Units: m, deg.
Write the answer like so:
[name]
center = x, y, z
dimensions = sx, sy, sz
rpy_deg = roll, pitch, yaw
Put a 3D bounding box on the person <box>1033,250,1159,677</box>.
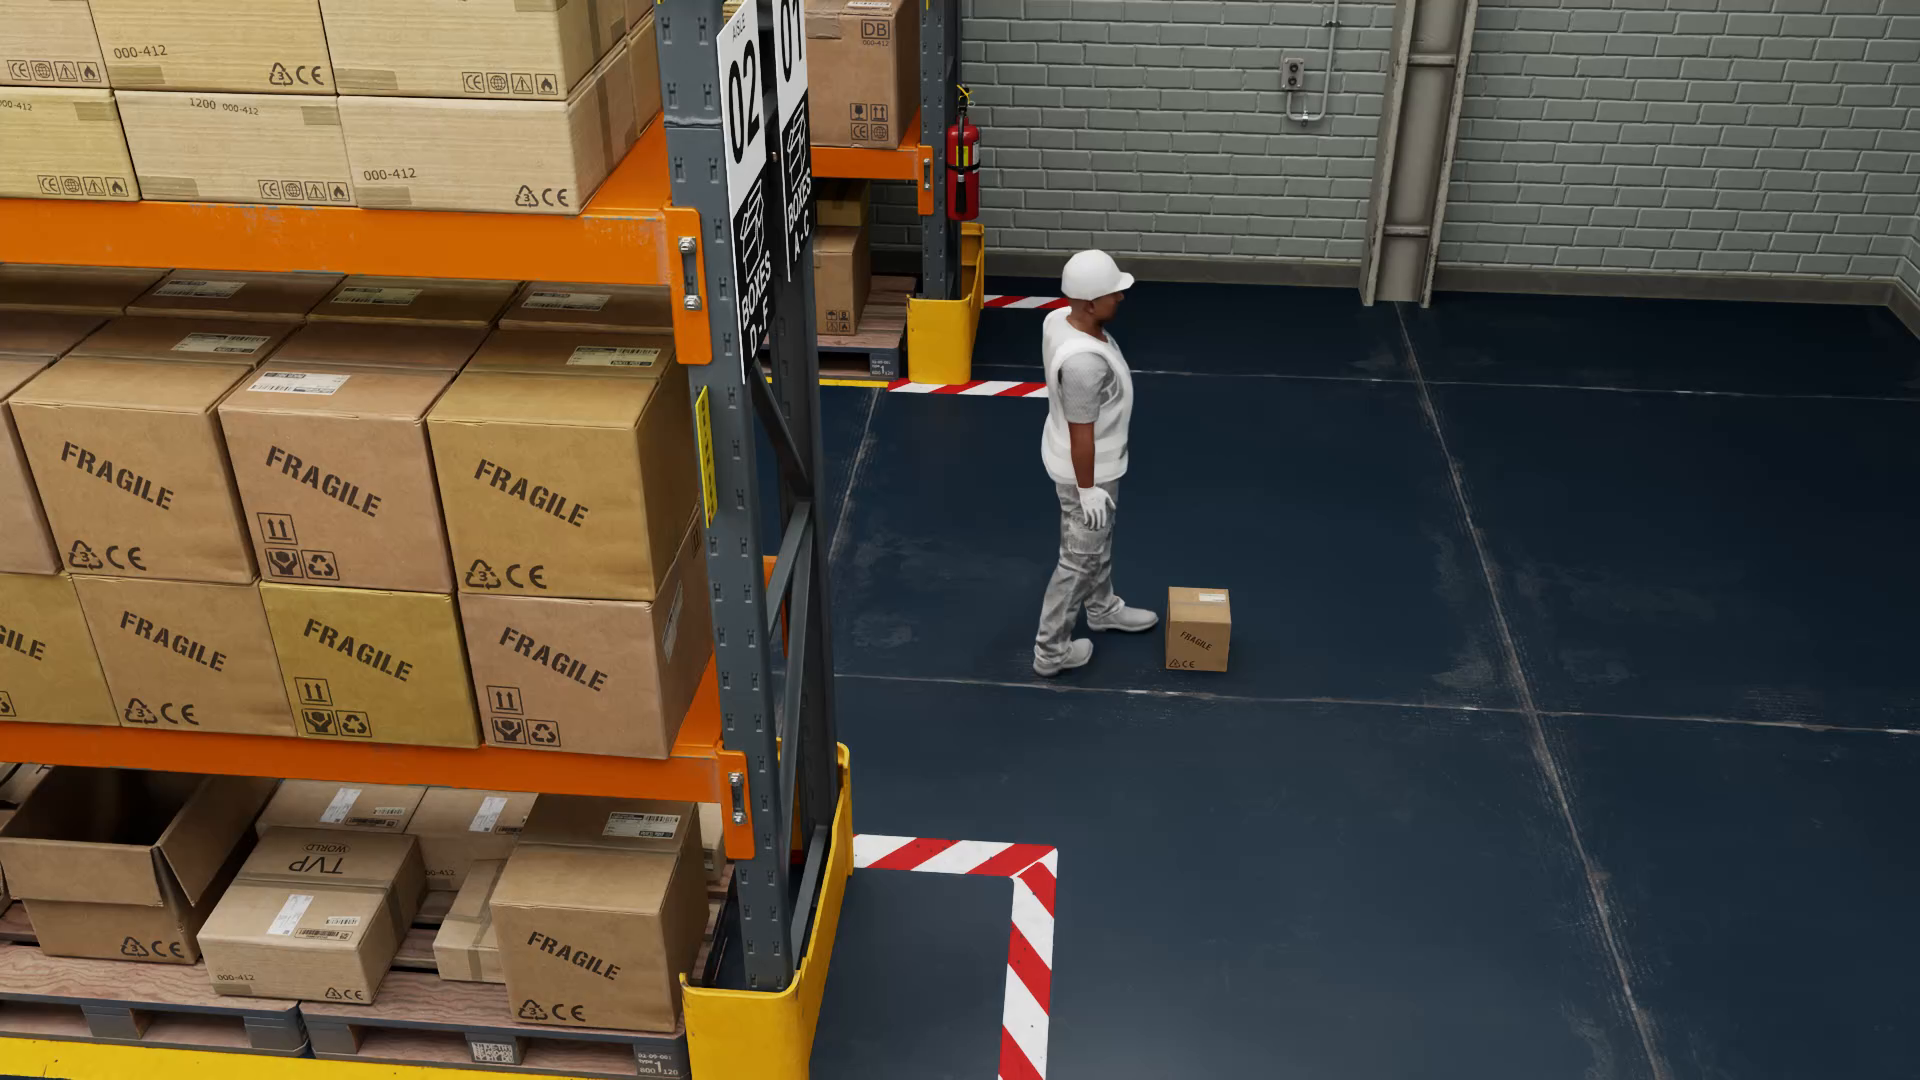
[person]
center = 0.577, -0.312, 6.618
dimensions = 0.578, 1.788, 0.573
rpy_deg = -2, 32, -4
